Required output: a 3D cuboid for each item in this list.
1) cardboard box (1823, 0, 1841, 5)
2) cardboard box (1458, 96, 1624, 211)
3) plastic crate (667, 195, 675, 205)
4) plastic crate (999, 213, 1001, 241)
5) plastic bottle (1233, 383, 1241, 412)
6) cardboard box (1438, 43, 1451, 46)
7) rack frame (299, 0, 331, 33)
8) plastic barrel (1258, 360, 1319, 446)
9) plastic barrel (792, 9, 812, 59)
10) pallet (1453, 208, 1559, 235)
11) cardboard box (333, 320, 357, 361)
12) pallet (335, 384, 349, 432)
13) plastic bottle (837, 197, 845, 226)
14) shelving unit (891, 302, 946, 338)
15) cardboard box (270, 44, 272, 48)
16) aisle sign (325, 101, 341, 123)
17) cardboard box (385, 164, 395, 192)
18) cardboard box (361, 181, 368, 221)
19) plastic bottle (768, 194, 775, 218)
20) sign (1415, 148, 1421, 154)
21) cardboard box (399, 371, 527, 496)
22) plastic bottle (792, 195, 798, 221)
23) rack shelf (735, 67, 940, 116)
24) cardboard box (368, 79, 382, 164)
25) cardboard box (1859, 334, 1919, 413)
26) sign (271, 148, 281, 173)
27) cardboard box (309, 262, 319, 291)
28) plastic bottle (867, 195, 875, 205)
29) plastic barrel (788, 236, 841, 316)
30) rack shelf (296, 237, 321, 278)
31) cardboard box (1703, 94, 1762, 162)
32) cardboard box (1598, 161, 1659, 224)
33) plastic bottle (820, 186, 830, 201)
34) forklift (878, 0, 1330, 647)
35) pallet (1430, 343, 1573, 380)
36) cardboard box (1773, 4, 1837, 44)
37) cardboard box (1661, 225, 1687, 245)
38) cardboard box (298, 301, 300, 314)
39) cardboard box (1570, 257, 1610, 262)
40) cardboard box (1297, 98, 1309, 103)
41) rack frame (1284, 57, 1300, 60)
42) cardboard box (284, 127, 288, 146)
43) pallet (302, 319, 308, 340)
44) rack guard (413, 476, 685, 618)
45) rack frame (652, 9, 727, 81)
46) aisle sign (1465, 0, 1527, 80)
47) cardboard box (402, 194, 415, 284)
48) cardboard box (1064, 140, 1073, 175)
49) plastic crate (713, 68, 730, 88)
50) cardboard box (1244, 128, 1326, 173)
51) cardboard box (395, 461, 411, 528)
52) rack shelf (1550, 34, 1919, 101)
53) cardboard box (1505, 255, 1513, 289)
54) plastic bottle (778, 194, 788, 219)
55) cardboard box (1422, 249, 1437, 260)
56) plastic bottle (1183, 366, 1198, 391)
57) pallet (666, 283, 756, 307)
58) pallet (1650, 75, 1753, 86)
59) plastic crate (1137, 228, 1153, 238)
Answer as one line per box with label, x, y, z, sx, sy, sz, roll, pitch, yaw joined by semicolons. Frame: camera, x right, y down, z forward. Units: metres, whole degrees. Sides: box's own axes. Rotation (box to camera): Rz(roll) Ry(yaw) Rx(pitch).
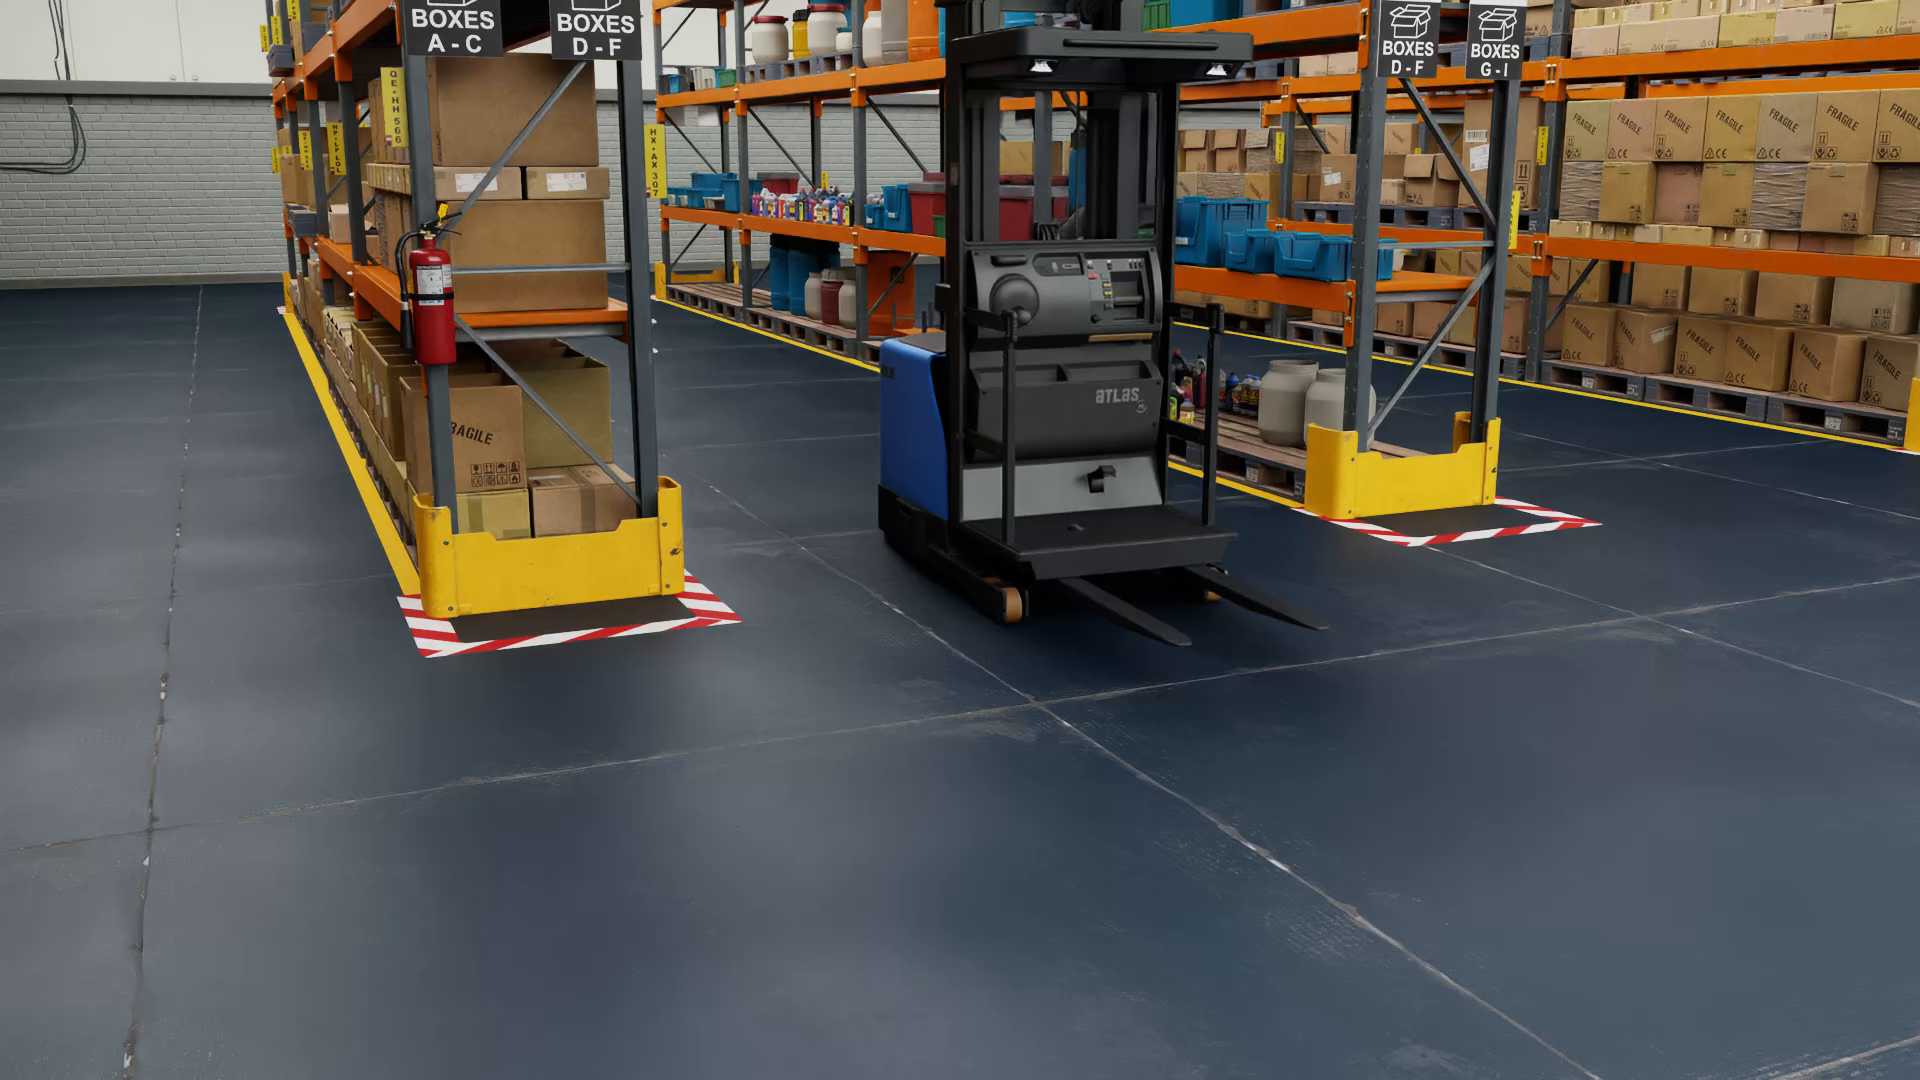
cardboard box;6.476;-3.931;11.999;0.380;0.149;0.250;-5;14;-22
cardboard box;5.395;-3.596;15.495;1.000;1.000;1.000;-6;14;-23
plastic crate;-3.910;-4.701;22.980;0.250;0.136;0.298;-6;14;-23
plastic crate;0.320;-2.667;13.778;0.392;0.384;0.575;-6;14;-23
plastic bottle;1.991;-1.015;11.832;0.097;0.201;0.097;0;13;0
cardboard box;4.742;-4.853;16.121;0.380;0.166;0.250;-6;14;-25
rack frame;-5.095;-5.778;13.877;1.000;3.000;0.127;-6;14;-23
plastic barrel;2.115;-0.874;10.581;0.421;0.512;0.421;0;13;0
plastic barrel;-1.606;-5.716;18.912;0.600;0.588;0.600;0;13;0
pallet;5.412;-3.000;15.607;1.003;0.211;1.213;-6;14;-23
cardboard box;-4.528;-1.539;12.791;0.500;0.311;0.500;-6;14;-24
pallet;-4.317;-1.071;13.031;1.003;0.211;1.213;-6;14;-23
plastic bottle;-1.201;-3.338;16.897;0.061;0.283;0.133;-6;14;-23
shelving unit;-0.175;-0.685;9.167;0.258;1.200;0.503;-5;14;-21
cardboard box;-8.139;-5.906;20.308;0.500;0.250;0.500;-6;14;-23
aisle sign;-8.047;-5.816;21.583;0.394;0.787;0.004;-6;14;-23
cardboard box;-3.043;-2.055;9.435;0.380;0.149;0.250;-6;14;-25
cardboard box;-4.408;-2.559;13.051;0.500;0.500;0.500;-6;15;-26
plastic bottle;-2.153;-3.833;19.066;0.097;0.271;0.097;0;13;0
sign;6.472;-5.374;23.517;0.100;0.325;0.005;-6;14;-23
cardboard box;-2.378;-0.517;7.953;0.500;0.500;0.500;-6;14;-23
plastic bottle;-1.797;-3.650;18.272;0.097;0.271;0.097;0;13;0
rack shelf;-1.357;-4.826;18.012;1.077;0.370;4.000;-6;14;-23
cardboard box;-3.310;-2.618;10.432;0.700;0.500;0.500;-6;14;-23
cardboard box;6.953;-1.214;12.074;0.500;0.500;0.500;-3;13;-13
sign;-8.797;-4.881;21.386;0.100;0.325;0.005;-6;14;-23
cardboard box;-6.125;-2.611;16.405;0.500;0.250;0.500;-6;14;-24
plastic bottle;-0.988;-3.647;18.248;0.152;0.276;0.135;-6;14;-23
plastic barrel;-1.672;-3.050;19.119;0.600;0.901;0.708;-6;14;-23
rack shelf;-5.897;-2.918;16.420;1.077;0.370;4.000;-6;14;-23
cardboard box;6.144;-3.179;12.853;0.500;0.500;0.500;-6;14;-23
cardboard box;5.877;-2.911;13.915;0.875;0.500;0.500;-6;14;-23
plastic bottle;-1.548;-3.893;19.146;0.144;0.351;0.185;-6;14;-23
forklift;0.700;-2.089;9.693;3.137;3.703;7.490;-5;14;-21
pallet;5.272;-1.725;15.855;1.003;0.211;1.213;-6;14;-23
cardboard box;6.361;-3.771;12.191;0.500;0.250;0.500;-5;14;-22
cardboard box;5.919;-2.473;13.459;0.380;0.149;0.250;-6;14;-23
cardboard box;-7.391;-2.671;19.106;0.380;0.149;0.250;-6;14;-23
cardboard box;8.054;-3.646;20.920;0.500;0.250;0.500;-6;14;-24
cardboard box;5.516;-6.992;26.110;0.500;0.250;0.500;-5;14;-21
rack frame;-4.098;-5.217;18.106;15.786;6.000;6.654;-6;14;-23
cardboard box;-7.345;-4.404;18.807;0.500;0.500;0.500;-6;14;-24
pallet;-6.972;-2.465;19.052;1.003;0.211;1.213;-6;14;-23
rack guard;-1.881;0.020;7.673;1.175;0.500;0.348;-6;14;-23
rack frame;-3.760;-7.877;22.949;1.000;3.000;0.127;-6;14;-23
aisle sign;2.946;-2.927;9.099;0.394;0.787;0.004;-6;14;-23
cardboard box;-2.689;-1.668;9.204;0.700;0.500;0.500;-5;14;-21
cardboard box;1.754;-5.187;22.641;0.500;0.500;0.500;-5;14;-22
plastic crate;-2.815;-5.667;20.423;0.416;0.233;0.300;-6;14;-23
cardboard box;3.705;-4.439;18.951;0.797;0.503;0.637;-5;14;-21
cardboard box;-2.588;-0.254;8.480;0.500;0.250;0.500;-6;14;-23
rack shelf;6.386;-3.620;12.803;1.077;0.370;4.000;-6;14;-23
cardboard box;7.454;-3.597;22.370;0.500;0.500;0.500;-5;14;-22
plastic bottle;-1.950;-3.746;18.680;0.152;0.276;0.135;-6;14;-23
cardboard box;7.017;-4.198;24.428;0.380;0.149;0.250;-5;14;-21
plastic bottle;1.692;-1.138;12.185;0.061;0.283;0.133;-6;14;-23
pallet;-3.465;-3.422;23.188;1.003;0.211;1.213;-6;14;-23
pallet;8.874;-5.417;19.391;1.213;0.211;1.003;-5;14;-20
plastic crate;1.332;-2.066;11.615;0.450;0.188;0.662;-6;14;-23
